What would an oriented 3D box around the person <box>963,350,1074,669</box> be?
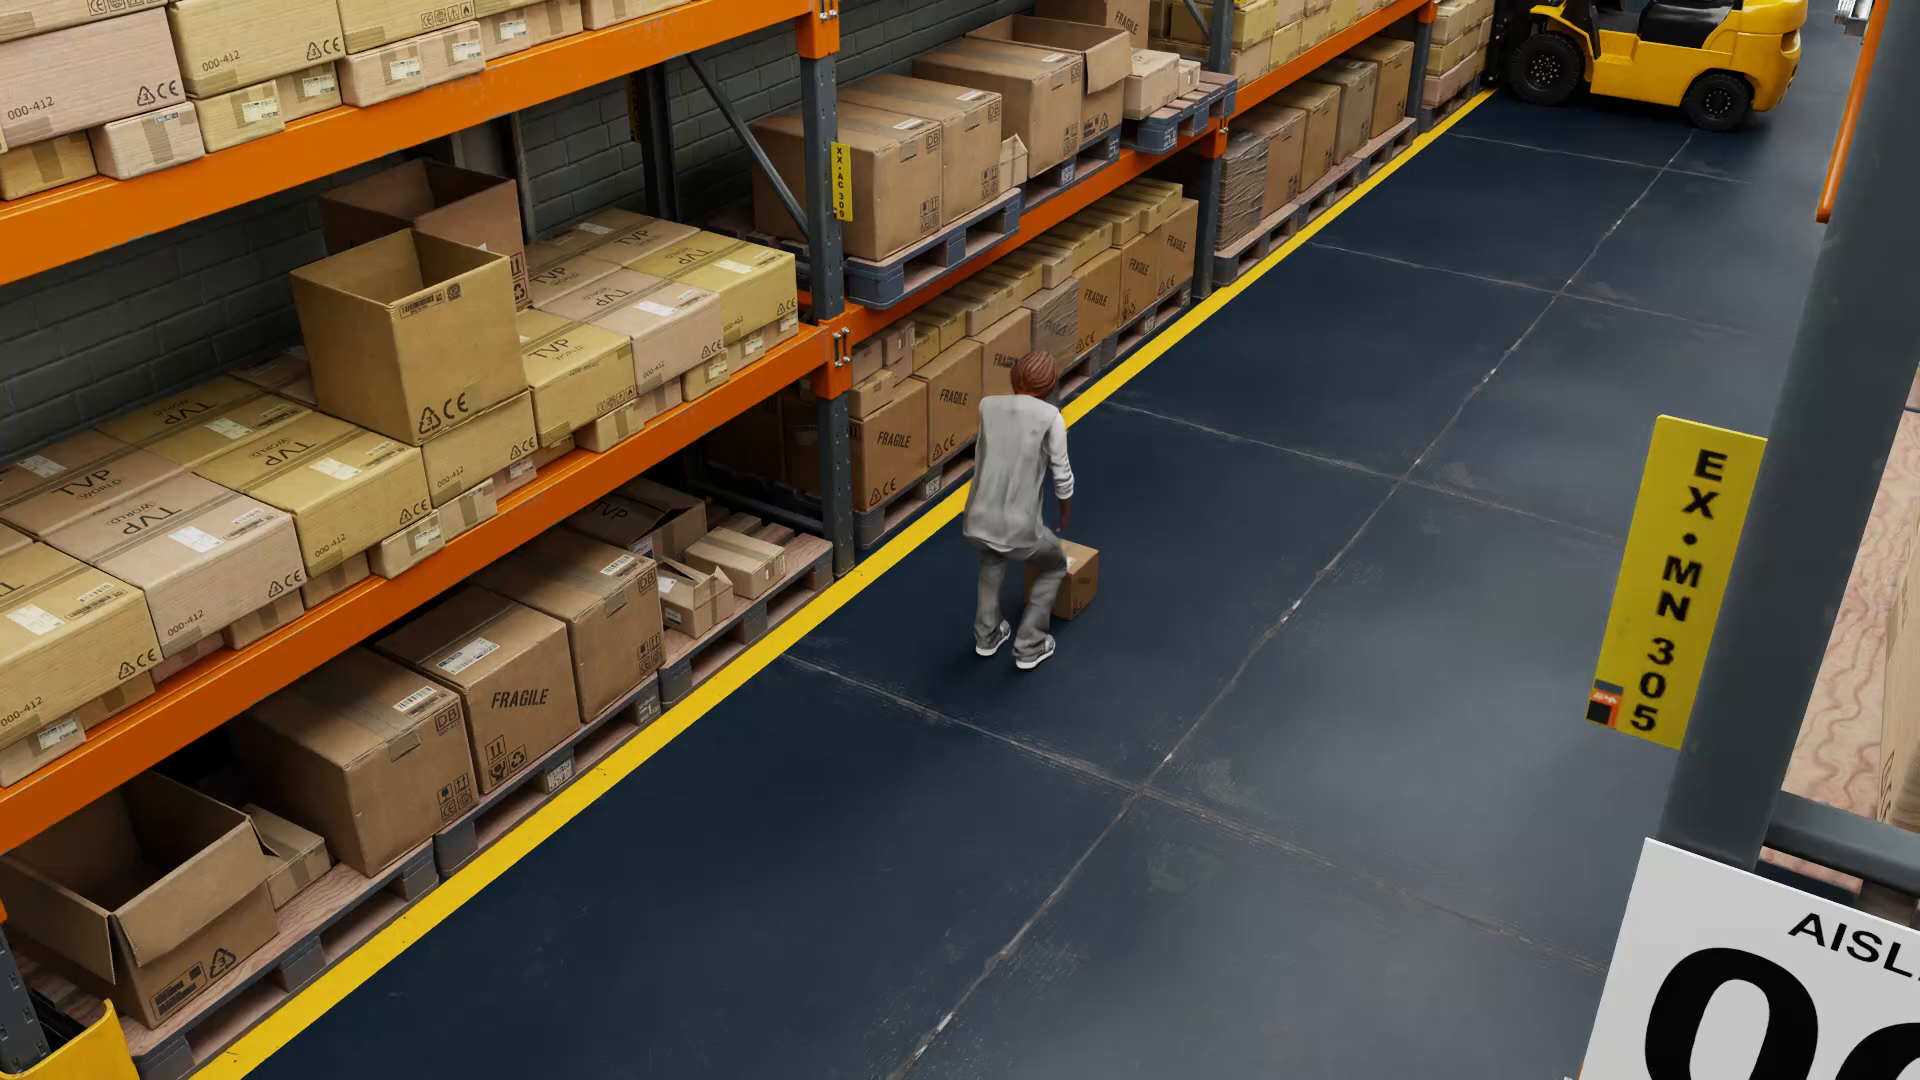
[{"bbox_3d":[0.226,-0.101,7.073,0.461,1.336,0.621,16,35,25],"label":"person"}]
